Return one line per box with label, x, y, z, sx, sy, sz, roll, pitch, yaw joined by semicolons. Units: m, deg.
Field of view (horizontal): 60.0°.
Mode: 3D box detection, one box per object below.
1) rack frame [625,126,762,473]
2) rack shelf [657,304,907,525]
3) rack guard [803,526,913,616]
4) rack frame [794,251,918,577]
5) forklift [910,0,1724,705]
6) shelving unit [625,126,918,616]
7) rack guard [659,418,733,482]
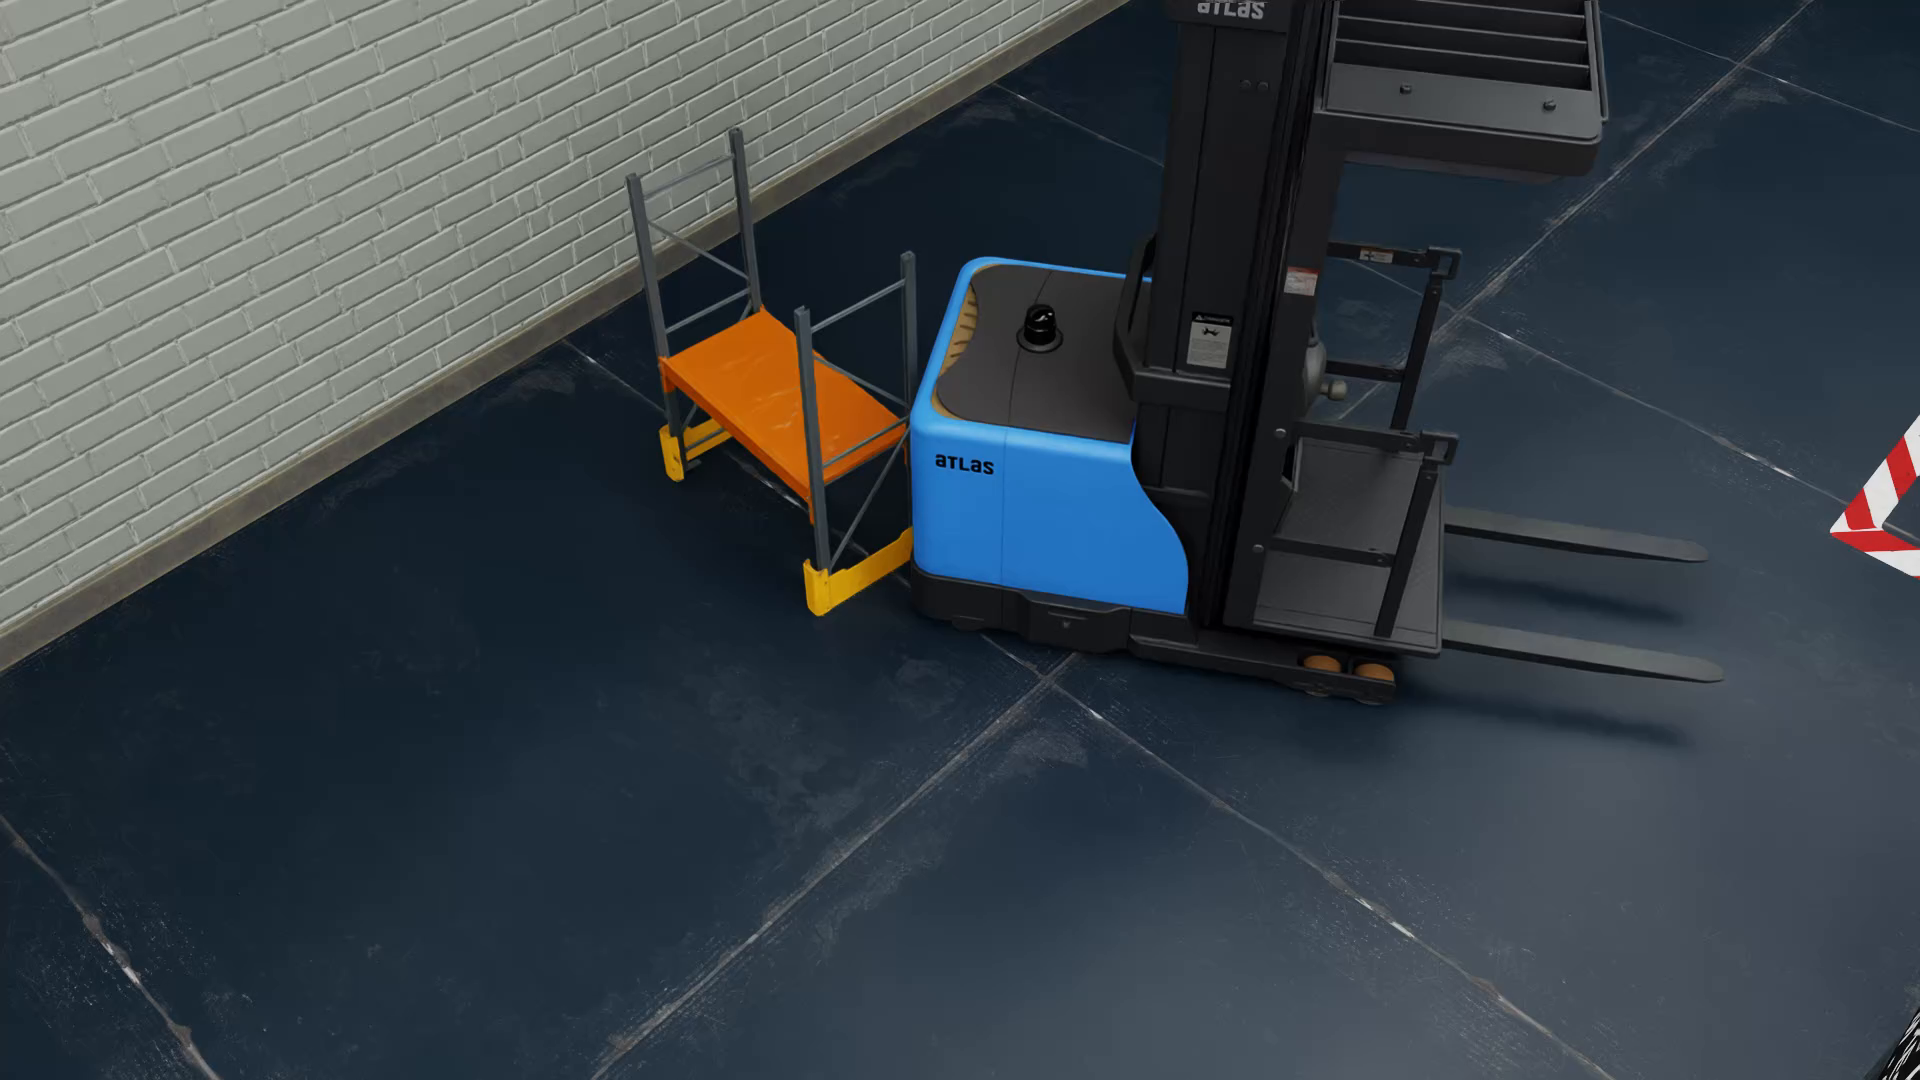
rack frame;-1.017;-0.919;6.693;0.500;1.500;0.032;-32;55;-27
rack shelf;-0.685;-0.516;6.561;0.538;0.185;1.000;-32;55;-27
rack guard;-0.366;0.059;6.632;0.587;0.250;0.087;-32;55;-27
rack frame;-0.353;-0.358;6.166;0.500;1.500;0.032;-32;55;-27
forklift;1.380;-0.808;5.607;3.031;2.935;1.130;9;47;8
shelving unit;-0.691;-0.644;6.434;0.587;1.500;1.083;-32;55;-27
rack guard;-1.016;-0.491;7.148;0.587;0.250;0.087;-32;55;-27
